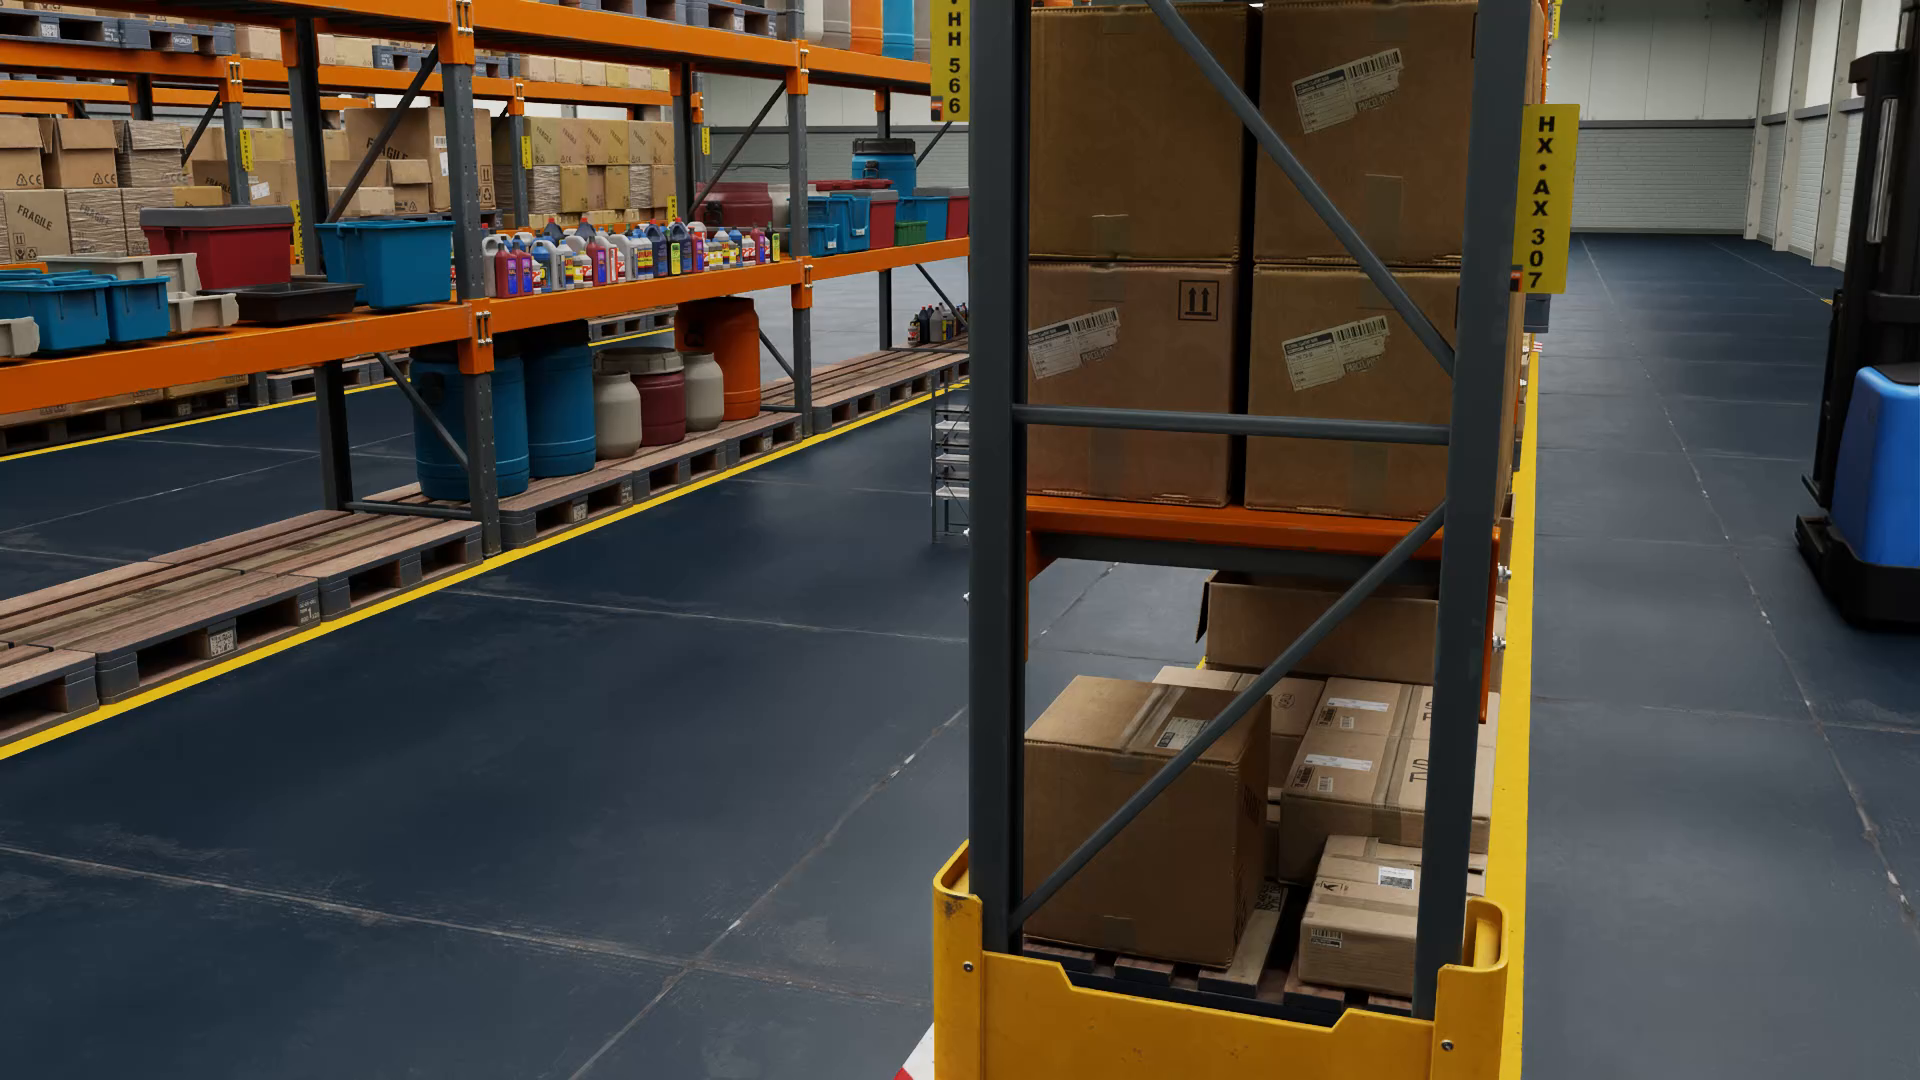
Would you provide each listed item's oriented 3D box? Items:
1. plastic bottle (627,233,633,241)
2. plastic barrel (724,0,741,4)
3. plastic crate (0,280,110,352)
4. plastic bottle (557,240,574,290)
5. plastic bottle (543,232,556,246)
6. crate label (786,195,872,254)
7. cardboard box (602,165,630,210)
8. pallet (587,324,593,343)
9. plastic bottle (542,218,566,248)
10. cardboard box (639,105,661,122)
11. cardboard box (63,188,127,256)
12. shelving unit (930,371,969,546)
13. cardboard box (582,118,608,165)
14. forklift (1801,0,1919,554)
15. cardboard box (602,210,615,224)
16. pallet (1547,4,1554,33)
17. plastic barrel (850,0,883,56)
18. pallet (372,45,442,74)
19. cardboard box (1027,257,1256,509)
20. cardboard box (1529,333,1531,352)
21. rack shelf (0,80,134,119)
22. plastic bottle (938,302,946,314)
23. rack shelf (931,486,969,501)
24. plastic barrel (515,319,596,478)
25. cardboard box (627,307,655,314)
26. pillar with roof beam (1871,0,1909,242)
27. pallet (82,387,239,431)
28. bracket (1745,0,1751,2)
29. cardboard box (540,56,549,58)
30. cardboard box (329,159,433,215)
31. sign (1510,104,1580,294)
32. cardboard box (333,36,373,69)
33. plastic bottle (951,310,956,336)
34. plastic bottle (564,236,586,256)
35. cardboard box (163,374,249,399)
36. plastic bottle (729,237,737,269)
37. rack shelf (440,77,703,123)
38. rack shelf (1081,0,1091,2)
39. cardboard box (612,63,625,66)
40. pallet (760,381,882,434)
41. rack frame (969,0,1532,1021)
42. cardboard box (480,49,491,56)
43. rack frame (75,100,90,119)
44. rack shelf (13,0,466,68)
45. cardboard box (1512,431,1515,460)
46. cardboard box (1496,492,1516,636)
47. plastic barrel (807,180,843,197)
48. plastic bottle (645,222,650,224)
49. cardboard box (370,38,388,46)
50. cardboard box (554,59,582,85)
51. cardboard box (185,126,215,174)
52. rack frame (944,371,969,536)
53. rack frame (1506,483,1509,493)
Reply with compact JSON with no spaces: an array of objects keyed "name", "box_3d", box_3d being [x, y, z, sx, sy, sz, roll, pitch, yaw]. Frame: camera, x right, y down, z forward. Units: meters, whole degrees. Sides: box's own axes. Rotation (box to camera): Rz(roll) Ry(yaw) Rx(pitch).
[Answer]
[{"name":"plastic bottle","box_3d":[-2.007,-1.739,10.157,0.098,0.271,0.098,0,13,0]},{"name":"plastic barrel","box_3d":[-1.774,-4.014,11.183,0.600,0.830,0.708,4,14,18]},{"name":"plastic crate","box_3d":[-3.359,-0.825,6.105,0.416,0.233,0.300,4,14,18]},{"name":"plastic bottle","box_3d":[-2.190,-1.521,9.202,0.097,0.271,0.097,0,13,0]},{"name":"plastic bottle","box_3d":[-2.548,-1.768,10.284,0.097,0.271,0.097,0,13,0]},{"name":"crate label","box_3d":[-1.010,-2.464,12.962,0.502,0.435,0.616,4,14,18]},{"name":"cardboard box","box_3d":[-4.314,-4.057,19.130,0.875,0.500,0.500,4,14,18]},{"name":"pallet","box_3d":[-4.796,-2.240,18.328,1.003,0.211,1.213,4,14,18]},{"name":"plastic bottle","box_3d":[-2.538,-1.840,10.417,0.144,0.351,0.185,4,14,18]},{"name":"cardboard box","box_3d":[-3.950,-5.600,20.939,0.394,0.787,0.020,4,13,16]},{"name":"cardboard box","box_3d":[-6.531,-2.326,12.214,0.500,0.500,0.500,4,13,17]},{"name":"shelving unit","box_3d":[-0.003,-0.437,8.880,0.258,0.900,0.210,4,14,18]},{"name":"cardboard box","box_3d":[-4.271,-4.424,18.489,0.500,0.500,0.500,4,14,18]},{"name":"forklift","box_3d":[6.143,-1.371,8.406,3.258,2.935,4.519,5,14,20]},{"name":"cardboard box","box_3d":[-4.153,-3.673,18.906,0.380,0.149,0.250,4,14,18]},{"name":"pallet","box_3d":[3.233,-3.419,10.910,1.213,0.211,1.003,5,14,21]},{"name":"plastic barrel","box_3d":[-0.905,-4.224,13.045,0.600,0.830,0.708,4,14,18]},{"name":"pallet","box_3d":[-5.613,-4.485,15.580,1.213,0.211,1.003,4,14,18]},{"name":"cardboard box","box_3d":[0.397,-0.378,3.676,0.500,0.500,0.500,5,14,20]},{"name":"cardboard box","box_3d":[4.370,-1.663,13.509,0.500,0.311,0.500,5,14,20]},{"name":"rack shelf","box_3d":[-10.288,-4.525,16.946,1.077,0.370,4.000,4,14,18]},{"name":"plastic bottle","box_3d":[-0.191,-2.287,17.230,0.144,0.351,0.185,4,14,18]},{"name":"rack shelf","box_3d":[-0.003,-0.229,8.928,0.258,0.077,0.200,4,14,18]},{"name":"plastic barrel","box_3d":[-2.461,-0.859,9.781,0.600,0.901,0.708,4,14,18]},{"name":"cardboard box","box_3d":[-4.065,-3.025,20.175,0.500,0.500,0.500,9,15,33]},{"name":"pillar with roof beam","box_3d":[10.776,-8.780,27.231,9.100,9.000,0.400,4,14,18]},{"name":"pallet","box_3d":[-6.601,-1.093,13.304,1.003,0.211,1.213,4,14,18]},{"name":"bracket","box_3d":[21.239,-14.626,44.758,0.235,0.232,0.430,4,14,18]},{"name":"cardboard box","box_3d":[-4.562,-5.146,17.495,0.380,0.149,0.250,4,13,16]},{"name":"cardboard box","box_3d":[-5.454,-3.339,15.700,0.797,0.503,0.637,6,14,24]},{"name":"sign","box_3d":[1.023,-0.598,2.921,0.100,0.325,0.005,4,14,18]},{"name":"cardboard box","box_3d":[-5.558,-4.300,14.684,0.500,0.250,0.500,5,14,20]},{"name":"plastic bottle","box_3d":[-0.086,-2.252,17.229,0.061,0.283,0.133,4,14,18]},{"name":"plastic bottle","box_3d":[-2.216,-1.630,9.667,0.152,0.276,0.135,4,14,18]},{"name":"cardboard box","box_3d":[-6.517,-1.638,13.256,1.225,0.875,0.875,4,13,16]},{"name":"plastic bottle","box_3d":[-1.539,-1.911,11.066,0.097,0.201,0.097,0,13,0]},{"name":"rack shelf","box_3d":[-4.333,-4.988,18.978,1.077,0.370,4.000,4,14,18]},{"name":"rack shelf","box_3d":[0.354,-5.899,17.126,1.077,0.370,4.000,4,14,18]},{"name":"cardboard box","box_3d":[-4.041,-5.473,18.925,0.380,0.149,0.250,4,13,16]},{"name":"pallet","box_3d":[-1.300,-1.058,13.147,1.003,0.211,1.213,4,14,18]},{"name":"rack frame","box_3d":[0.509,-0.215,3.189,1.000,3.000,0.127,4,14,18]},{"name":"cardboard box","box_3d":[-5.148,-5.128,17.416,0.380,0.149,0.250,5,14,20]},{"name":"rack frame","box_3d":[-9.637,-3.834,19.044,0.949,2.616,0.053,4,14,18]},{"name":"rack shelf","box_3d":[-3.529,-2.105,6.346,1.077,0.370,4.000,4,14,18]},{"name":"cardboard box","box_3d":[3.017,-0.681,9.861,0.500,0.500,0.500,5,14,21]},{"name":"cardboard box","box_3d":[1.888,0.087,6.493,0.500,0.500,0.500,4,14,18]},{"name":"plastic barrel","box_3d":[-1.188,-2.734,13.920,0.433,0.535,0.433,0,13,0]},{"name":"plastic bottle","box_3d":[-2.183,-2.066,11.561,0.061,0.283,0.133,4,14,18]},{"name":"cardboard box","box_3d":[-5.492,-4.607,15.271,0.380,0.166,0.250,4,13,17]},{"name":"cardboard box","box_3d":[-4.426,-5.033,17.894,0.500,0.250,0.500,4,14,18]},{"name":"cardboard box","box_3d":[-9.421,-4.633,19.781,0.875,0.550,0.550,4,14,18]},{"name":"rack frame","box_3d":[0.030,-0.458,8.974,0.240,0.900,0.006,4,14,18]},{"name":"rack frame","box_3d":[1.804,-1.057,6.879,1.000,3.000,0.127,4,14,18]}]
